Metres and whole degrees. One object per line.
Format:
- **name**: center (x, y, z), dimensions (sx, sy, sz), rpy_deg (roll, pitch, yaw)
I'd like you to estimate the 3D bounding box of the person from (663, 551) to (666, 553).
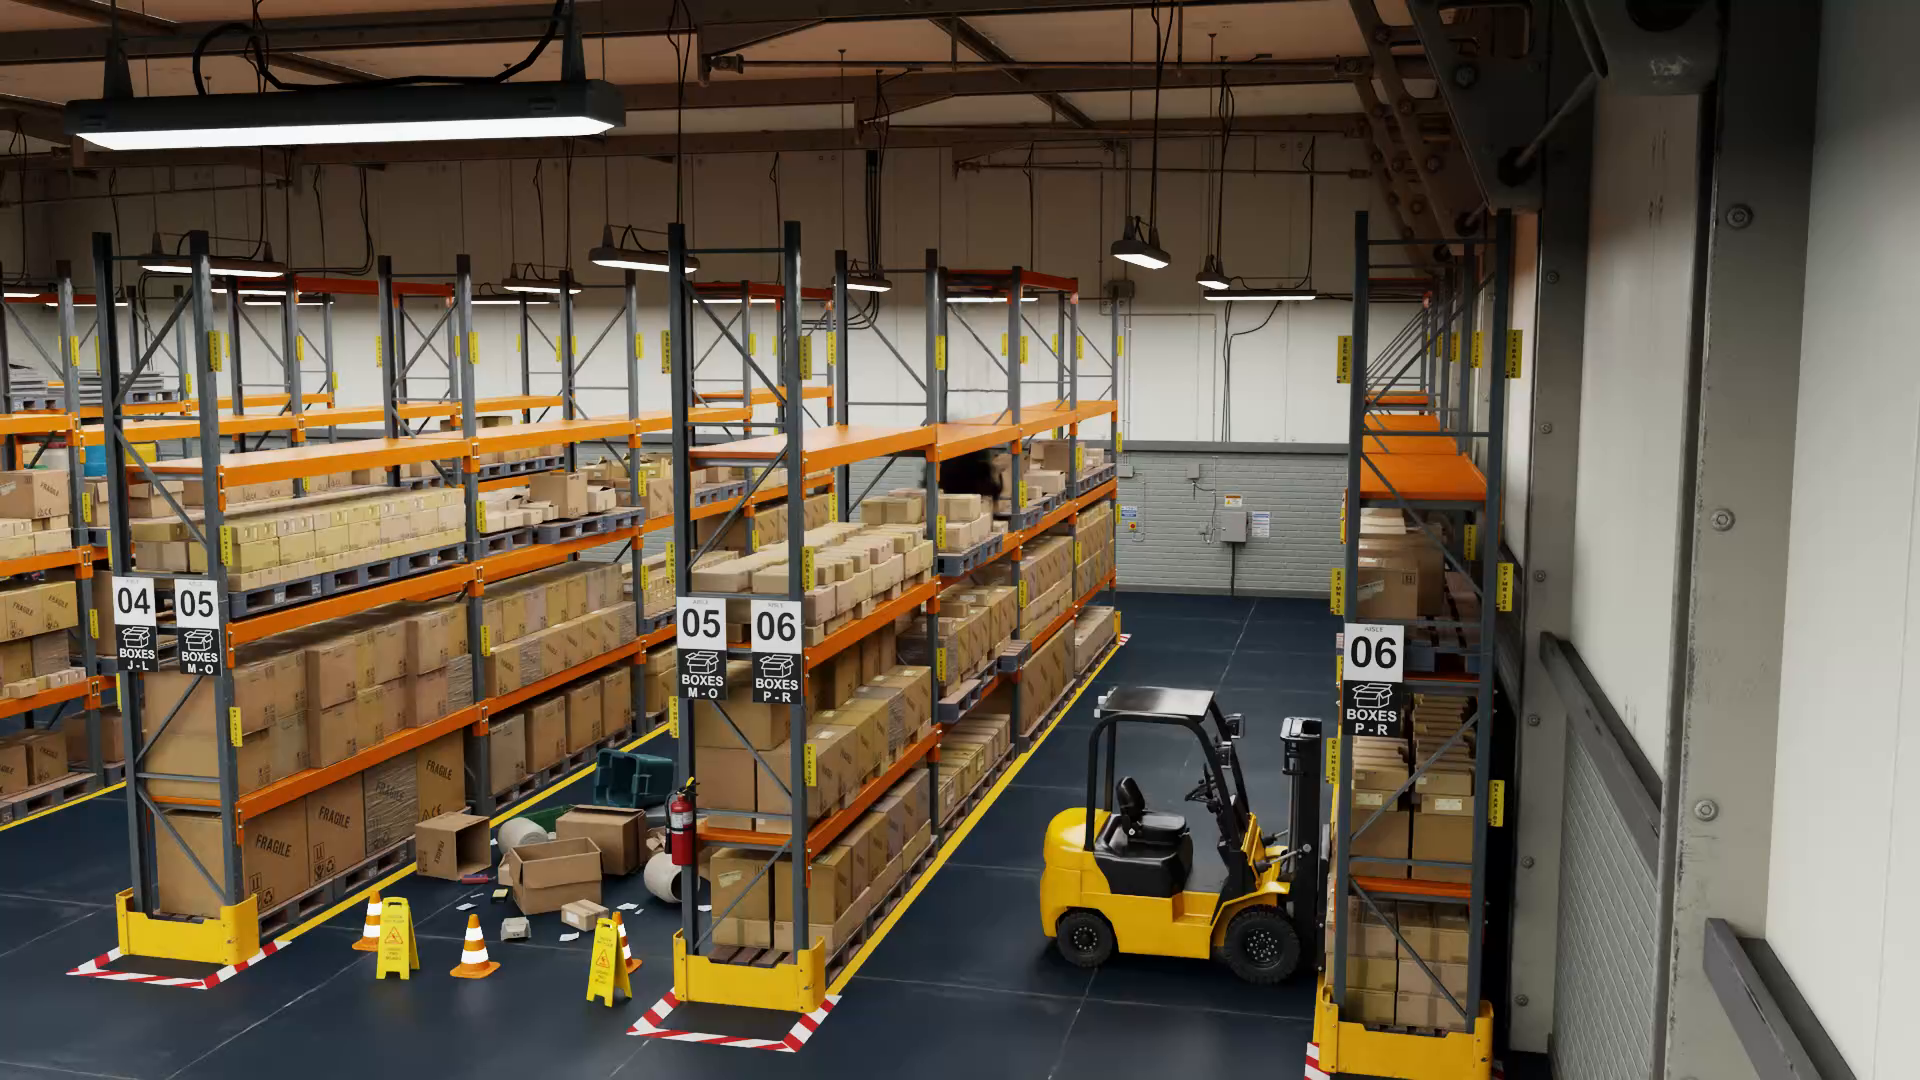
- **person**: center (-4.926, 0.994, 27.713), dimensions (0.575, 1.611, 0.548), rpy_deg (2, 7, 14)
